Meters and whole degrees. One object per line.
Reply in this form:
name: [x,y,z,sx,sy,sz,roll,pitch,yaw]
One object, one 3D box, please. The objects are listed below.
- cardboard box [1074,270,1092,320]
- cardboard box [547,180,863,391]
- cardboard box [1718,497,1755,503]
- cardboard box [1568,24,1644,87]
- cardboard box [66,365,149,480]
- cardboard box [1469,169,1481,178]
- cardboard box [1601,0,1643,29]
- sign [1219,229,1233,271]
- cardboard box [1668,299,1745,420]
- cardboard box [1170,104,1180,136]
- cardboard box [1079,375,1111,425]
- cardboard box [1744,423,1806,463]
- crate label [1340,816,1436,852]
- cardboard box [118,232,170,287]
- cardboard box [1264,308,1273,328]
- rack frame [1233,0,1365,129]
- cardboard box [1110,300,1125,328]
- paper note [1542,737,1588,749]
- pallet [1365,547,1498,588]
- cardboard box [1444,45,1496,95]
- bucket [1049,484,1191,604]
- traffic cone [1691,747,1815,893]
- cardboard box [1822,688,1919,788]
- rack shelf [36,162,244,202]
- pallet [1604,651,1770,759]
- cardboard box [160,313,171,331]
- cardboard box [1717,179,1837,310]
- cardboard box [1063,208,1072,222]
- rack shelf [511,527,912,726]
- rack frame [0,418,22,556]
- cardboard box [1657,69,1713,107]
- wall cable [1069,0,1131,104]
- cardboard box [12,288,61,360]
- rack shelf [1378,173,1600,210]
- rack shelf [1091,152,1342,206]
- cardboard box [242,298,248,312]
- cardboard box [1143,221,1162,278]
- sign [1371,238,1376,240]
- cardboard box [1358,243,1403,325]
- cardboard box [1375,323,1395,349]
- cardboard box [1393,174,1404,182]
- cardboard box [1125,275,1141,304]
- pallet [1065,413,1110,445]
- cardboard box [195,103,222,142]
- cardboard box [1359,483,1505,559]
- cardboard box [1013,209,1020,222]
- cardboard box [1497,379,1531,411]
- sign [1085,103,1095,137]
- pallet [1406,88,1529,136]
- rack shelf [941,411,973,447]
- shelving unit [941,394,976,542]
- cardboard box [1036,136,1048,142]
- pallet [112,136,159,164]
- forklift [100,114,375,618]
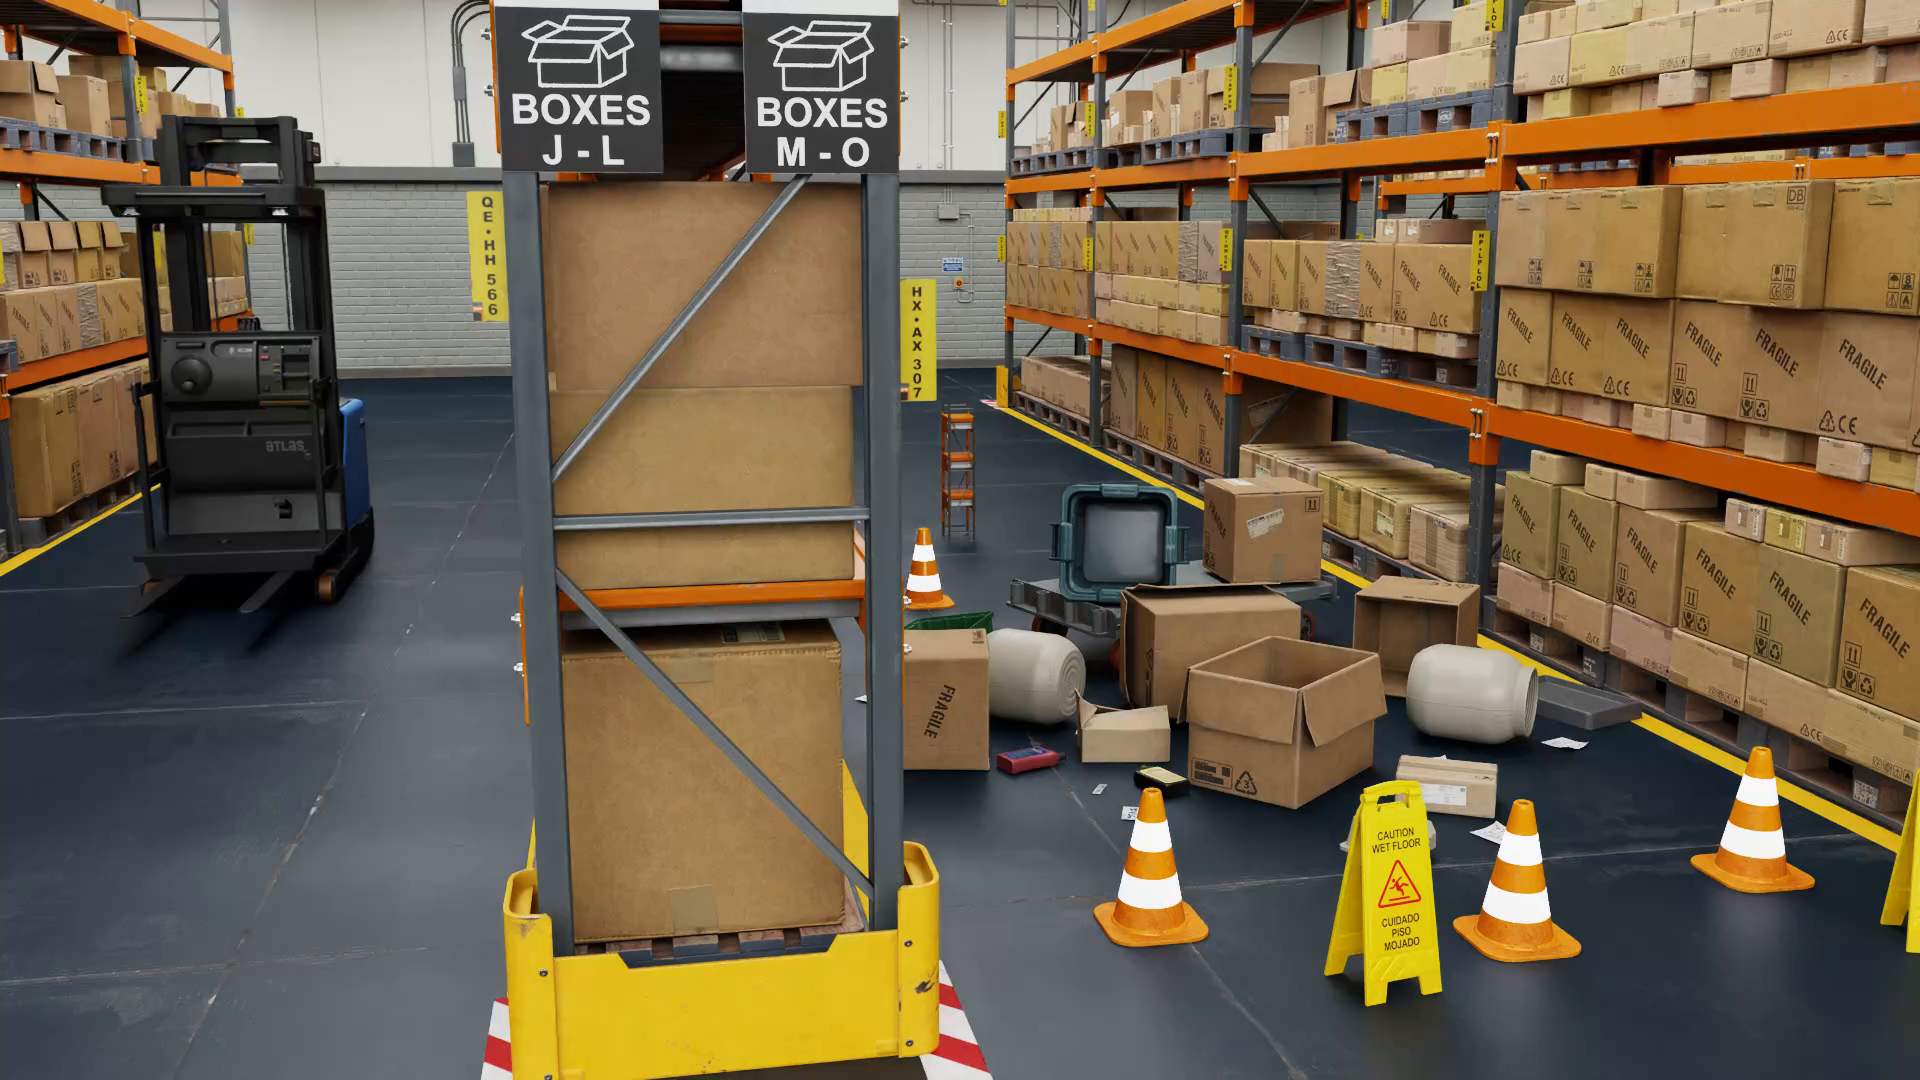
cardboard box: [1.502,-2.577,17.444,0.500,0.500,0.500,-2,11,-10]
cardboard box: [-0.693,-0.726,4.699,0.875,0.550,0.550,-2,11,-11]
cardboard box: [3.978,0.077,7.994,0.500,0.500,0.500,-2,11,-8]
cardboard box: [3.325,-2.346,8.081,0.500,0.250,0.500,-2,11,-11]
cardboard box: [-7.559,-0.973,13.848,1.225,0.875,0.875,-3,11,-13]
cardboard box: [6.142,-4.274,19.280,0.380,0.149,0.250,-2,11,-10]
cardboard box: [3.287,-2.512,7.890,0.380,0.149,0.250,-2,11,-11]
sign: [2.077,-2.266,12.983,0.100,0.325,0.005,-2,11,-11]
cardboard box: [3.534,-0.813,7.383,0.500,0.500,0.500,-2,11,-10]
cardboard box: [2.010,-3.572,14.154,0.396,0.266,0.258,-2,11,-12]
cardboard box: [1.826,-1.518,17.881,0.875,0.438,0.875,-2,11,-12]
cardboard box: [3.577,-0.420,7.054,0.380,0.149,0.250,-2,11,-12]
crate label: [1.591,1.084,6.134,0.250,0.136,0.298,-9,14,-40]
cardboard box: [-7.720,-2.629,15.588,0.500,0.500,0.500,-2,11,-11]
cardboard box: [2.524,-1.682,12.558,0.380,0.149,0.250,-3,11,-15]
rack frame: [2.621,-4.665,12.640,1.000,3.000,0.127,-2,11,-11]
cardboard box: [1.772,-2.193,16.097,0.500,0.250,0.500,-2,11,-12]
paper note: [2.692,0.899,7.394,0.142,0.019,0.148,-6,13,-31]
pallet: [3.246,0.243,10.357,1.003,0.211,1.213,-2,11,-11]
cardboard box: [3.143,-2.692,9.576,0.500,0.250,0.500,-2,11,-12]
bucket: [0.851,0.017,8.777,0.726,0.611,0.620,2,1,9]
traffic cone: [2.828,0.963,5.897,0.336,0.463,0.334,-2,11,-11]
cardboard box: [3.751,0.751,6.461,0.500,0.250,0.500,-2,11,-11]
rack shelf: [-8.267,-3.578,16.876,1.077,0.370,4.000,-2,11,-11]
pallet: [3.805,0.731,7.789,1.003,0.211,1.213,-2,11,-11]
cardboard box: [-7.609,-2.034,15.534,0.380,0.149,0.250,-2,11,-11]
cardboard box: [3.572,-1.206,6.773,0.700,0.500,0.500,-2,11,-12]
cardboard box: [1.336,-3.544,18.120,0.380,0.149,0.250,-2,11,-11]
rack shelf: [-1.048,-0.066,6.443,1.077,0.370,4.000,-2,11,-11]
rack frame: [-7.100,-1.358,11.307,1.000,3.000,0.127,-2,11,-11]
cardboard box: [3.384,-2.029,7.483,0.380,0.149,0.250,-2,11,-12]
wall cable: [3.160,-7.305,26.410,2.988,3.039,0.133,-2,11,-11]
cardboard box: [-7.030,-1.600,12.315,0.500,0.500,0.500,-2,11,-13]
rack shelf: [6.322,-4.120,19.721,1.077,0.370,4.000,-2,11,-11]
rack shelf: [2.232,-3.205,14.915,1.077,0.370,4.000,-2,11,-11]
cardboard box: [-8.264,-2.648,18.760,0.380,0.149,0.250,-2,11,-10]
cardboard box: [1.975,-2.622,15.008,0.500,0.500,0.500,-2,11,-12]
sign: [5.401,-3.772,21.677,0.100,0.325,0.005,-2,11,-11]
cardboard box: [2.892,-1.648,10.647,0.500,0.500,0.500,-2,11,-9]
cardboard box: [2.856,-1.293,10.518,0.380,0.149,0.250,-2,11,-11]
cardboard box: [5.767,-4.650,21.253,0.380,0.149,0.250,-2,11,-10]
cardboard box: [1.853,-2.345,15.556,0.500,0.250,0.500,-2,11,-10]
pallet: [1.772,-1.224,18.064,1.003,0.211,1.213,-2,11,-11]
cardboard box: [-8.502,-4.510,18.187,0.700,0.500,0.500,-3,11,-14]
cardboard box: [3.151,-0.128,10.750,0.950,0.372,0.625,-1,11,-7]
cardboard box: [0.862,-3.969,20.351,0.380,0.149,0.250,-2,11,-10]
cardboard box: [3.146,-0.792,9.005,0.380,0.149,0.250,-2,11,-11]
sign: [1.299,-4.198,16.612,0.100,0.325,0.005,-2,11,-11]
pallet: [3.383,-2.483,9.699,1.213,0.211,1.003,-2,11,-11]
rack shelf: [-0.010,-0.794,12.099,0.215,0.259,0.240,-2,11,-11]
shelving unit: [-0.010,-0.526,12.150,0.215,1.050,0.252,-2,11,-11]
cardboard box: [1.241,-4.761,20.178,0.500,0.250,0.500,-3,11,-16]
pallet: [-8.027,-3.672,15.680,1.003,0.211,1.213,-2,11,-11]
forklift: [-4.427,-1.100,10.138,1.130,2.935,3.031,-2,11,-10]
